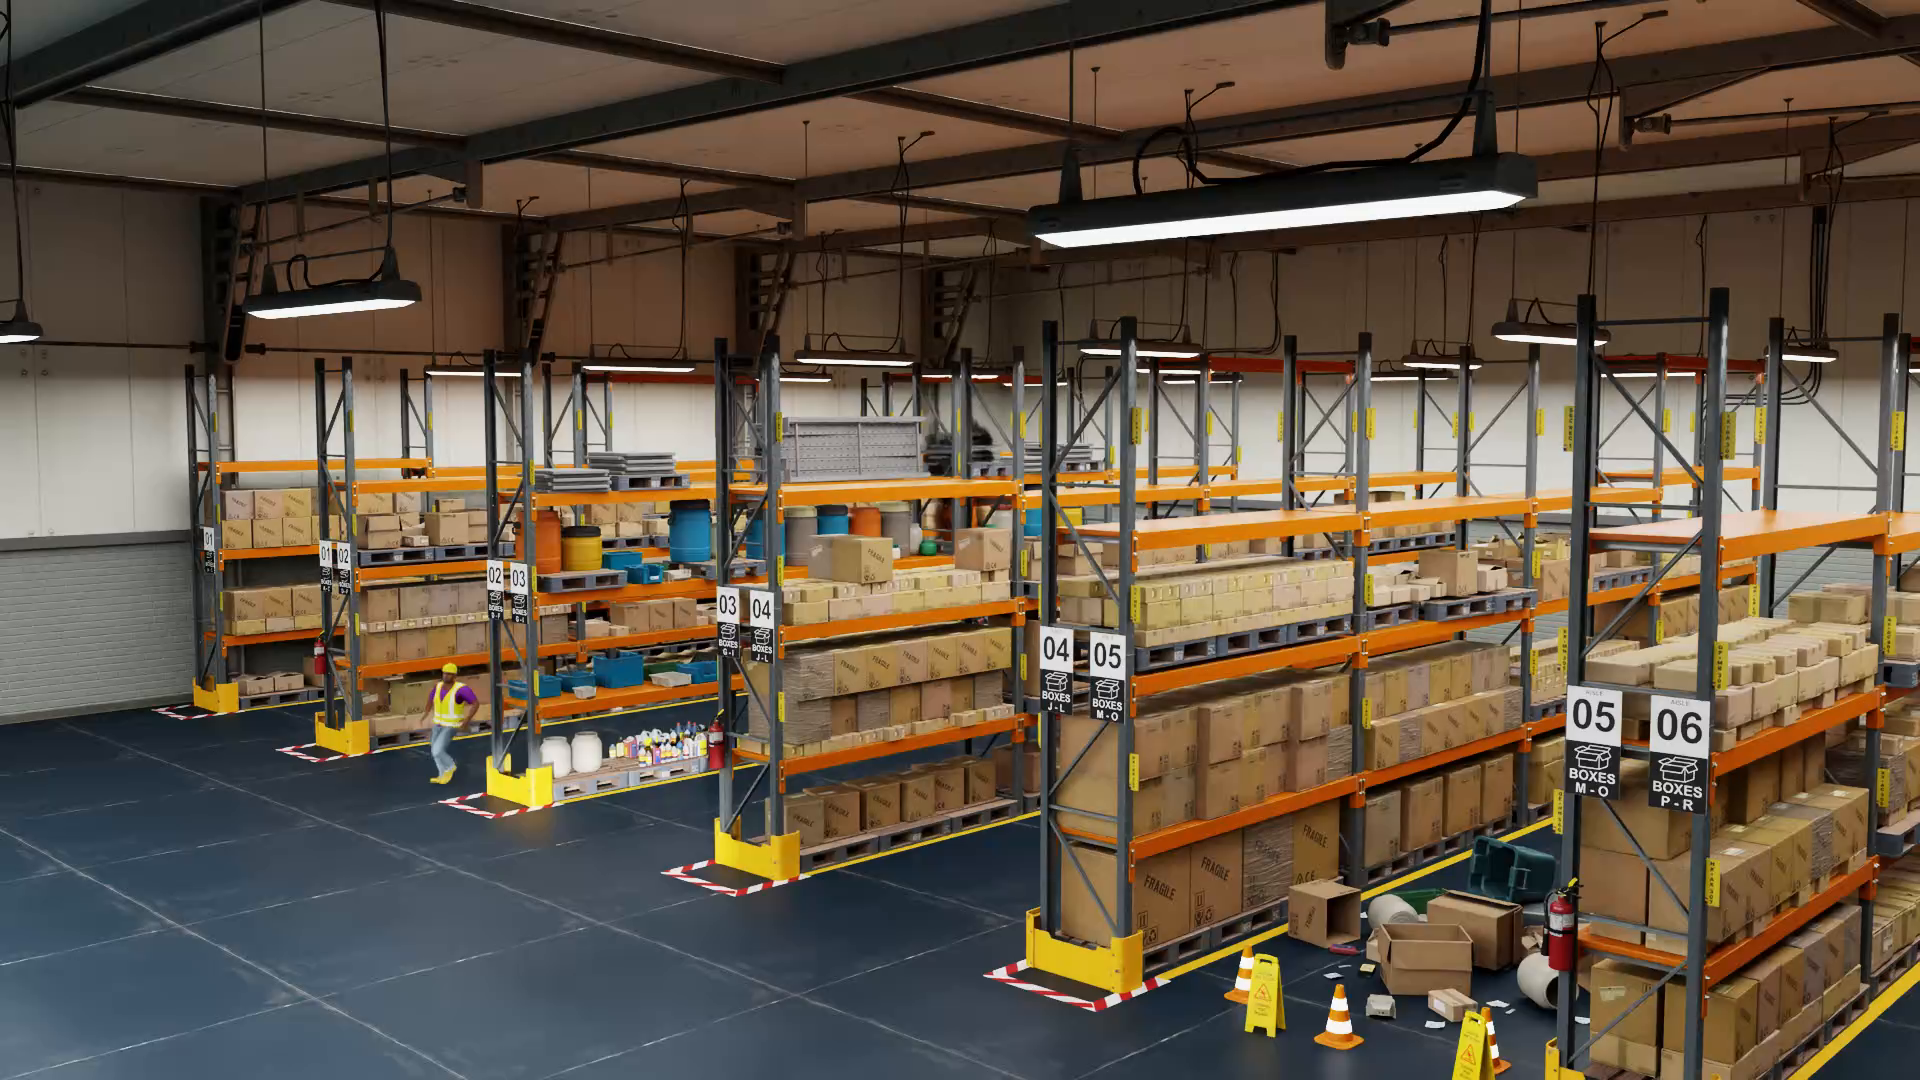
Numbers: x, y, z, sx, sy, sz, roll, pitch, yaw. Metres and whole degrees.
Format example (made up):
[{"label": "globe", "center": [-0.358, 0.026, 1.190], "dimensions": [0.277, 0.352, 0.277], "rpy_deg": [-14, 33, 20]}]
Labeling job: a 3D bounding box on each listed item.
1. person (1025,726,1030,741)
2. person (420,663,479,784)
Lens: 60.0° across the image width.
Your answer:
[{"label": "person", "center": [1.011, 2.328, 25.916], "dimensions": [0.660, 1.733, 0.585], "rpy_deg": [3, 5, 36]}, {"label": "person", "center": [-7.092, 2.546, 22.945], "dimensions": [0.765, 1.707, 0.559], "rpy_deg": [2, 5, 26]}]
